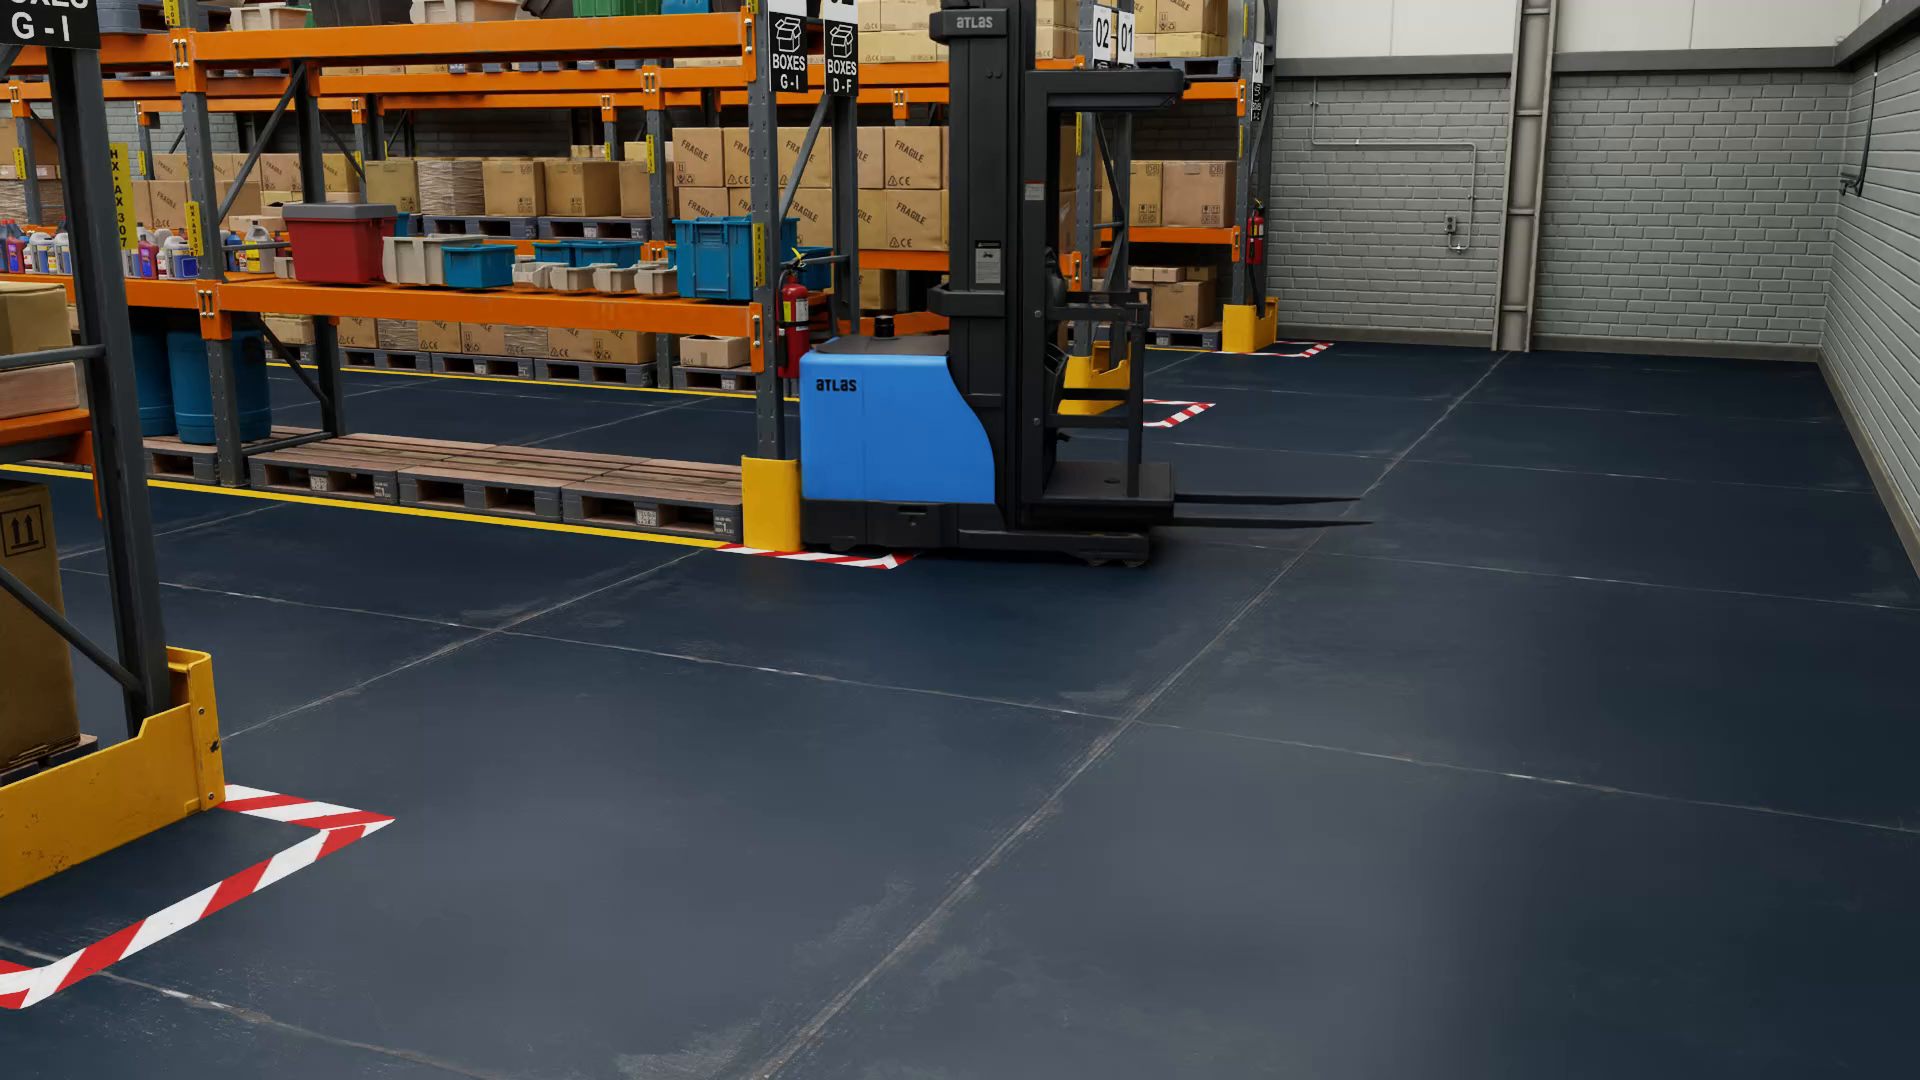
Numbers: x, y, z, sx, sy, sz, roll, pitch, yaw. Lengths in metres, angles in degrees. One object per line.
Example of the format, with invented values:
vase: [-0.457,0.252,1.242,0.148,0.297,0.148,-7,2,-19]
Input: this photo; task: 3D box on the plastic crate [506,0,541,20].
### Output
plastic crate: [-2.741,-3.199,10.014,0.530,0.282,0.437,6,14,23]

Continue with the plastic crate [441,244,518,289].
plastic crate: [-2.821,-1.611,9.788,0.300,0.233,0.416,6,14,23]

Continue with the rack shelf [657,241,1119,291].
rack shelf: [-0.658,-2.396,14.473,4.000,0.370,1.077,6,14,23]

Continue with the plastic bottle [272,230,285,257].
plastic bottle: [-4.659,-1.963,11.309,0.133,0.283,0.061,6,14,23]

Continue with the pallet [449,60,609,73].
pallet: [-4.004,-4.470,15.584,1.003,0.211,1.213,6,14,23]

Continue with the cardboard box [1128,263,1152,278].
cardboard box: [1.996,-3.043,18.790,0.250,0.149,0.380,6,14,24]

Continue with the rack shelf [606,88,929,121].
rack shelf: [-2.312,-5.261,20.118,4.000,0.370,1.077,6,14,23]

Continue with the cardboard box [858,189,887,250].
cardboard box: [-0.740,-2.735,14.127,0.500,0.500,0.500,6,14,22]

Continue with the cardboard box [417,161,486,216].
cardboard box: [-4.764,-3.395,16.018,0.500,0.500,0.700,9,16,34]

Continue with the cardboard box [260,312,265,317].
cardboard box: [-7.200,-2.484,17.145,0.500,0.311,0.500,6,14,22]

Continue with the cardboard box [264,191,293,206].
cardboard box: [-9.272,-4.715,23.065,0.500,0.250,0.500,6,14,23]

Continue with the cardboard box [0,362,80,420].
cardboard box: [-3.036,-0.471,5.248,0.250,0.149,0.380,6,14,24]

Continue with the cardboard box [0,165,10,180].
cardboard box: [-10.362,-4.039,18.264,0.250,0.149,0.380,5,14,22]

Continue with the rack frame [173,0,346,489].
rack frame: [-4.496,-1.897,10.772,0.127,3.000,1.000,6,14,23]

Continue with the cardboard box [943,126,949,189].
cardboard box: [0.190,-3.127,13.605,0.500,0.500,0.500,6,15,25]

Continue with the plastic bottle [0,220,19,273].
plastic bottle: [-6.476,-1.991,11.283,0.185,0.351,0.144,6,14,23]

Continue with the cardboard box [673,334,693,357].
cardboard box: [-2.830,-2.024,15.822,0.500,0.500,0.500,5,14,21]

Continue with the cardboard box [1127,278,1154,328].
cardboard box: [2.036,-2.673,18.635,0.500,0.500,0.700,6,14,23]

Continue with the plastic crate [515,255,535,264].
plastic crate: [-2.783,-1.699,10.376,0.466,0.136,0.293,6,14,23]

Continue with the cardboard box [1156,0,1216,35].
cardboard box: [2.394,-5.612,17.588,0.500,0.500,0.500,6,14,23]

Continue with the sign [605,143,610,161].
sign: [-4.352,-4.747,20.557,0.005,0.325,0.100,6,14,23]

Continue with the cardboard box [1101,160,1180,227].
cardboard box: [2.033,-3.852,18.448,0.700,0.700,0.980,6,14,23]

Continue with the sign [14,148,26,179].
sign: [-10.024,-4.015,17.731,0.005,0.325,0.100,6,14,23]

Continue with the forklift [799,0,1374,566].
forklift: [0.693,-1.419,8.885,3.031,2.935,1.130,2,13,7]

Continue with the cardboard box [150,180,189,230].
cardboard box: [-8.166,-3.550,17.600,0.500,0.500,0.500,6,14,23]

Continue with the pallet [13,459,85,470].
pallet: [-6.304,-0.732,11.911,1.213,0.211,1.003,6,14,23]

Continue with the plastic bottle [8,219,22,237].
plastic bottle: [-6.538,-2.035,11.471,0.185,0.351,0.144,6,14,23]

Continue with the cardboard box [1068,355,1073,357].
cardboard box: [0.927,-1.498,14.348,0.250,0.149,0.380,6,14,23]

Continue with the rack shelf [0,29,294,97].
rack shelf: [-6.325,-3.192,11.300,4.000,0.370,1.077,6,14,23]

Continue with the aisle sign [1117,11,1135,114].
aisle sign: [1.352,-3.881,13.539,0.004,0.787,0.394,6,14,23]

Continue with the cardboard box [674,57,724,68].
cardboard box: [-2.142,-4.222,14.442,0.500,0.250,0.500,6,14,23]

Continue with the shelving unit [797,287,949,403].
shelving unit: [-0.409,-0.952,10.147,1.048,1.125,0.538,-12,9,-34]

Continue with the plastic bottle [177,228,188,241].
plastic bottle: [-5.471,-2.045,11.659,0.133,0.283,0.061,6,14,23]

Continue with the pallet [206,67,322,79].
pallet: [-6.801,-4.714,16.623,1.003,0.211,1.213,7,15,26]

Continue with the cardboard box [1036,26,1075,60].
cardboard box: [0.594,-3.941,13.244,0.500,0.250,0.500,6,14,23]

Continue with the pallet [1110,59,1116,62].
pallet: [1.372,-5.192,18.443,1.213,0.211,1.003,6,14,23]

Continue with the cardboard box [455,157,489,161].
cardboard box: [-6.224,-4.807,21.993,0.500,0.500,0.700,8,15,31]

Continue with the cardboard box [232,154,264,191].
cardboard box: [-9.746,-5.129,23.189,0.500,0.500,0.500,6,15,25]

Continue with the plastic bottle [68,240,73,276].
plastic bottle: [-5.783,-1.886,10.996,0.135,0.276,0.152,6,14,23]

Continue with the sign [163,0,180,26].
sign: [-4.721,-3.247,9.939,0.005,0.325,0.100,6,14,23]

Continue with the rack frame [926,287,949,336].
rack frame: [0.001,-1.037,10.434,0.032,1.125,0.500,-12,9,-34]

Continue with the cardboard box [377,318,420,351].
cardboard box: [-5.362,-2.149,16.356,0.500,0.500,0.500,5,14,21]

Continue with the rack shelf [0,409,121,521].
rack shelf: [-4.674,-0.327,5.656,4.000,0.370,1.077,6,14,23]

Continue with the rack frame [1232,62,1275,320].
rack frame: [3.174,-3.596,18.013,0.127,3.000,1.000,6,14,23]

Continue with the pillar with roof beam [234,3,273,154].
pillar with roof beam: [-12.209,-7.214,20.299,0.400,9.000,9.100,6,14,23]

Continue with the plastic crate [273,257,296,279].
plastic crate: [-4.129,-1.725,10.484,0.243,0.136,0.396,6,14,23]

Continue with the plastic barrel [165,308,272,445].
plastic barrel: [-4.987,-1.133,11.193,0.708,0.901,0.600,6,14,23]

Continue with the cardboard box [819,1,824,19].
cardboard box: [-1.232,-4.370,13.981,0.500,0.250,0.500,6,14,23]

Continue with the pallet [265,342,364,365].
pallet: [-6.881,-2.028,17.434,1.213,0.211,1.003,6,14,23]
